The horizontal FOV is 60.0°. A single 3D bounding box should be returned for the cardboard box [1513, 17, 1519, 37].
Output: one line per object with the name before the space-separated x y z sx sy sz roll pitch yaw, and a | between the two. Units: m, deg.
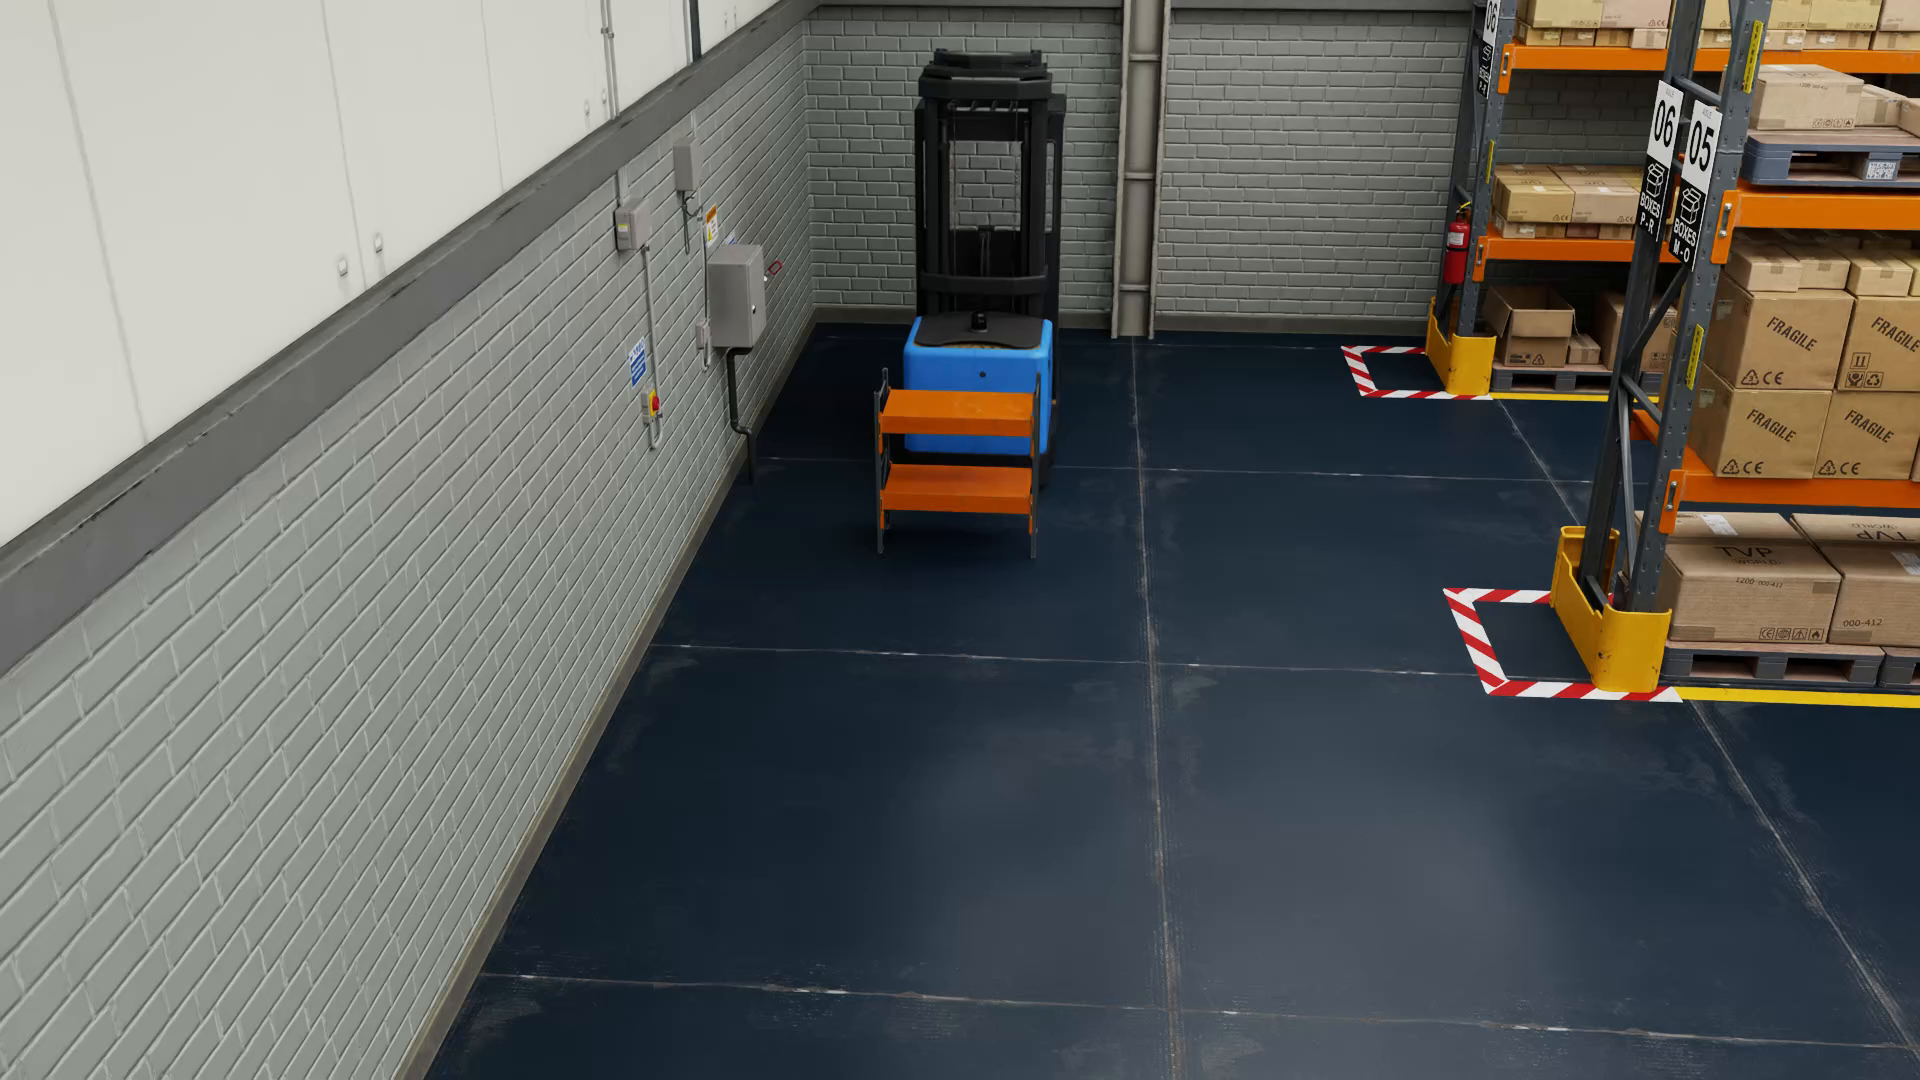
cardboard box | 4.551 -4.149 13.391 0.250 0.149 0.380 2 25 5

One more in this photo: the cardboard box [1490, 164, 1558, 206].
cardboard box | 4.693 -2.977 13.955 0.500 0.250 0.500 3 25 6

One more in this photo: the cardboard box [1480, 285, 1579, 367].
cardboard box | 4.816 -1.812 14.083 0.637 0.503 0.797 1 25 2

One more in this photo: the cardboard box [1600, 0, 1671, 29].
cardboard box | 5.144 -4.108 12.825 0.500 0.250 0.500 2 25 5

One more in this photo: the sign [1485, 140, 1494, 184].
sign | 4.172 -2.981 13.105 0.005 0.325 0.100 2 25 4

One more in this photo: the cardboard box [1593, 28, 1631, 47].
cardboard box | 5.032 -3.943 12.943 0.250 0.149 0.380 2 25 4

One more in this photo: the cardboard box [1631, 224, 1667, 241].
cardboard box | 5.555 -2.553 13.510 0.250 0.149 0.380 2 25 5

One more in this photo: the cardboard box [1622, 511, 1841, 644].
cardboard box | 4.503 0.207 9.774 0.875 0.438 0.875 1 25 2

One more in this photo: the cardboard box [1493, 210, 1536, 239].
cardboard box | 4.521 -2.575 13.559 0.250 0.149 0.380 2 25 4

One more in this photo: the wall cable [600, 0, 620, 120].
wall cable | -1.856 -3.535 8.168 0.029 3.000 0.463 2 25 4

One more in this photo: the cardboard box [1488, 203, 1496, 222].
cardboard box | 4.565 -2.801 14.050 0.250 0.149 0.380 2 25 3

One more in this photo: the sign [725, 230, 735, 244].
sign | -1.649 -1.956 12.027 0.001 0.494 0.329 2 25 4

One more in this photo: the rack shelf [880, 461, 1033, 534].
rack shelf | -0.007 -0.289 11.118 1.000 0.278 0.538 2 25 4

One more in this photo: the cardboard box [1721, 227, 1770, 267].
cardboard box | 4.211 -1.612 9.072 0.250 0.149 0.380 2 25 5

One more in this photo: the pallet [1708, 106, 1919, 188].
pallet | 4.578 -2.048 8.631 1.213 0.211 1.003 2 25 4

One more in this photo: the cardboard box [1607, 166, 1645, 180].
cardboard box | 5.700 -2.942 13.880 0.500 0.250 0.500 3 25 6

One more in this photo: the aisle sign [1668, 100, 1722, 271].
aisle sign | 3.744 -1.808 8.480 0.004 0.787 0.394 2 25 4

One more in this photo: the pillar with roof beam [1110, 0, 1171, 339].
pillar with roof beam | 1.265 -4.207 9.628 0.400 9.000 9.100 2 25 4

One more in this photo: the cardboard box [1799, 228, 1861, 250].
cardboard box | 4.730 -1.640 9.135 0.250 0.149 0.380 2 25 3

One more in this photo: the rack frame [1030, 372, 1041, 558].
rack frame | 0.500 -0.495 10.980 0.032 1.125 0.500 2 25 4

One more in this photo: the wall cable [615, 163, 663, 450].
wall cable | -1.786 -1.392 9.434 0.123 1.953 0.585 2 25 4

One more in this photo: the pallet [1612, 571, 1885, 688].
pallet | 4.641 0.514 9.880 1.213 0.211 1.003 2 25 4

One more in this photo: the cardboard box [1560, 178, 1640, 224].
cardboard box | 5.148 -2.738 13.436 0.500 0.250 0.500 2 25 5

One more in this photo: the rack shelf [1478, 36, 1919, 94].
rack shelf | 6.208 -3.786 13.162 4.000 0.370 1.077 2 25 4

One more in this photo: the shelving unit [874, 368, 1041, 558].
shelving unit | -0.007 -0.511 11.015 1.048 1.125 0.538 2 25 4

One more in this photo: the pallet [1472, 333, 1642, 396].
pallet | 5.085 -1.520 14.301 1.213 0.211 1.003 2 25 4

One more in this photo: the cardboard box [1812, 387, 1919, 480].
cardboard box | 4.801 -0.651 8.957 0.500 0.500 0.500 1 25 3

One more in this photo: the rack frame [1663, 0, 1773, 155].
rack frame | 3.838 -3.471 8.027 0.127 3.000 1.000 2 25 4

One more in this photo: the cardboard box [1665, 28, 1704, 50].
cardboard box | 5.534 -3.887 12.821 0.250 0.149 0.380 2 25 4

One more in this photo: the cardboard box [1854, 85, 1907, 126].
cardboard box | 4.717 -2.273 8.692 0.250 0.149 0.380 0 25 0

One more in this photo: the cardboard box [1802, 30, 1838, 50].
cardboard box | 6.549 -3.881 12.807 0.250 0.149 0.380 2 25 5

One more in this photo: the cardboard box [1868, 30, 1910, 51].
cardboard box | 7.066 -3.854 12.750 0.250 0.149 0.380 2 25 4

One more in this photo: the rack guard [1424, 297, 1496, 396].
rack guard | 4.290 -1.676 14.295 0.348 0.500 1.175 2 25 4

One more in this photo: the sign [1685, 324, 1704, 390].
sign | 3.789 -0.944 8.582 0.005 0.325 0.100 2 25 4

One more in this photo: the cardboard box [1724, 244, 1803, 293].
cardboard box | 4.170 -1.413 8.641 0.250 0.149 0.380 2 25 5

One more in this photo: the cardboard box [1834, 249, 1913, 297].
cardboard box | 4.688 -1.378 8.565 0.250 0.149 0.380 3 25 6

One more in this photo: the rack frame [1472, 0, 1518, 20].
rack frame | 4.214 -5.540 12.524 0.127 3.000 1.000 2 25 4

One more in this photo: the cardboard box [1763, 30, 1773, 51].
cardboard box | 6.035 -3.866 12.776 0.250 0.149 0.380 2 25 4

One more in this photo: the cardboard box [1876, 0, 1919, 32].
cardboard box | 7.183 -4.039 12.675 0.500 0.250 0.500 1 25 2

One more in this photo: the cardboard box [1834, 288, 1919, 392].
cardboard box | 4.810 -1.097 8.731 0.500 0.500 0.500 1 25 3

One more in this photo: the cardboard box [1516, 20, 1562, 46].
cardboard box | 4.514 -3.956 12.970 0.250 0.149 0.380 2 25 5

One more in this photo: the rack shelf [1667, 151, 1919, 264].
rack shelf | 5.832 -1.717 8.666 4.000 0.370 1.077 2 25 4

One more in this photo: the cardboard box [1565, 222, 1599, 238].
cardboard box | 5.042 -2.593 13.596 0.250 0.149 0.380 2 25 3

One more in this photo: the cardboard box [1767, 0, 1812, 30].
cardboard box | 6.171 -4.080 12.763 0.500 0.250 0.500 1 25 3

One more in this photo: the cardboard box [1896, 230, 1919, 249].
cardboard box | 5.233 -1.577 8.998 0.250 0.149 0.380 2 25 4

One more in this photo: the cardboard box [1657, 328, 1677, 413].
cardboard box | 4.339 -0.886 9.467 0.500 0.500 0.500 2 25 4

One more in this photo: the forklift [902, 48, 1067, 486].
forklift | 0.232 -2.291 12.722 1.130 2.935 3.031 2 25 5

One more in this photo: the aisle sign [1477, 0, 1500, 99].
aisle sign | 4.123 -3.875 12.973 0.004 0.787 0.394 2 25 4

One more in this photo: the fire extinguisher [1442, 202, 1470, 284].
fire extinguisher | 4.032 -2.422 13.463 0.183 0.674 0.296 2 25 4

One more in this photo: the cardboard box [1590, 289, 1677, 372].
cardboard box | 5.666 -1.767 13.989 0.500 0.500 0.700 3 25 6
